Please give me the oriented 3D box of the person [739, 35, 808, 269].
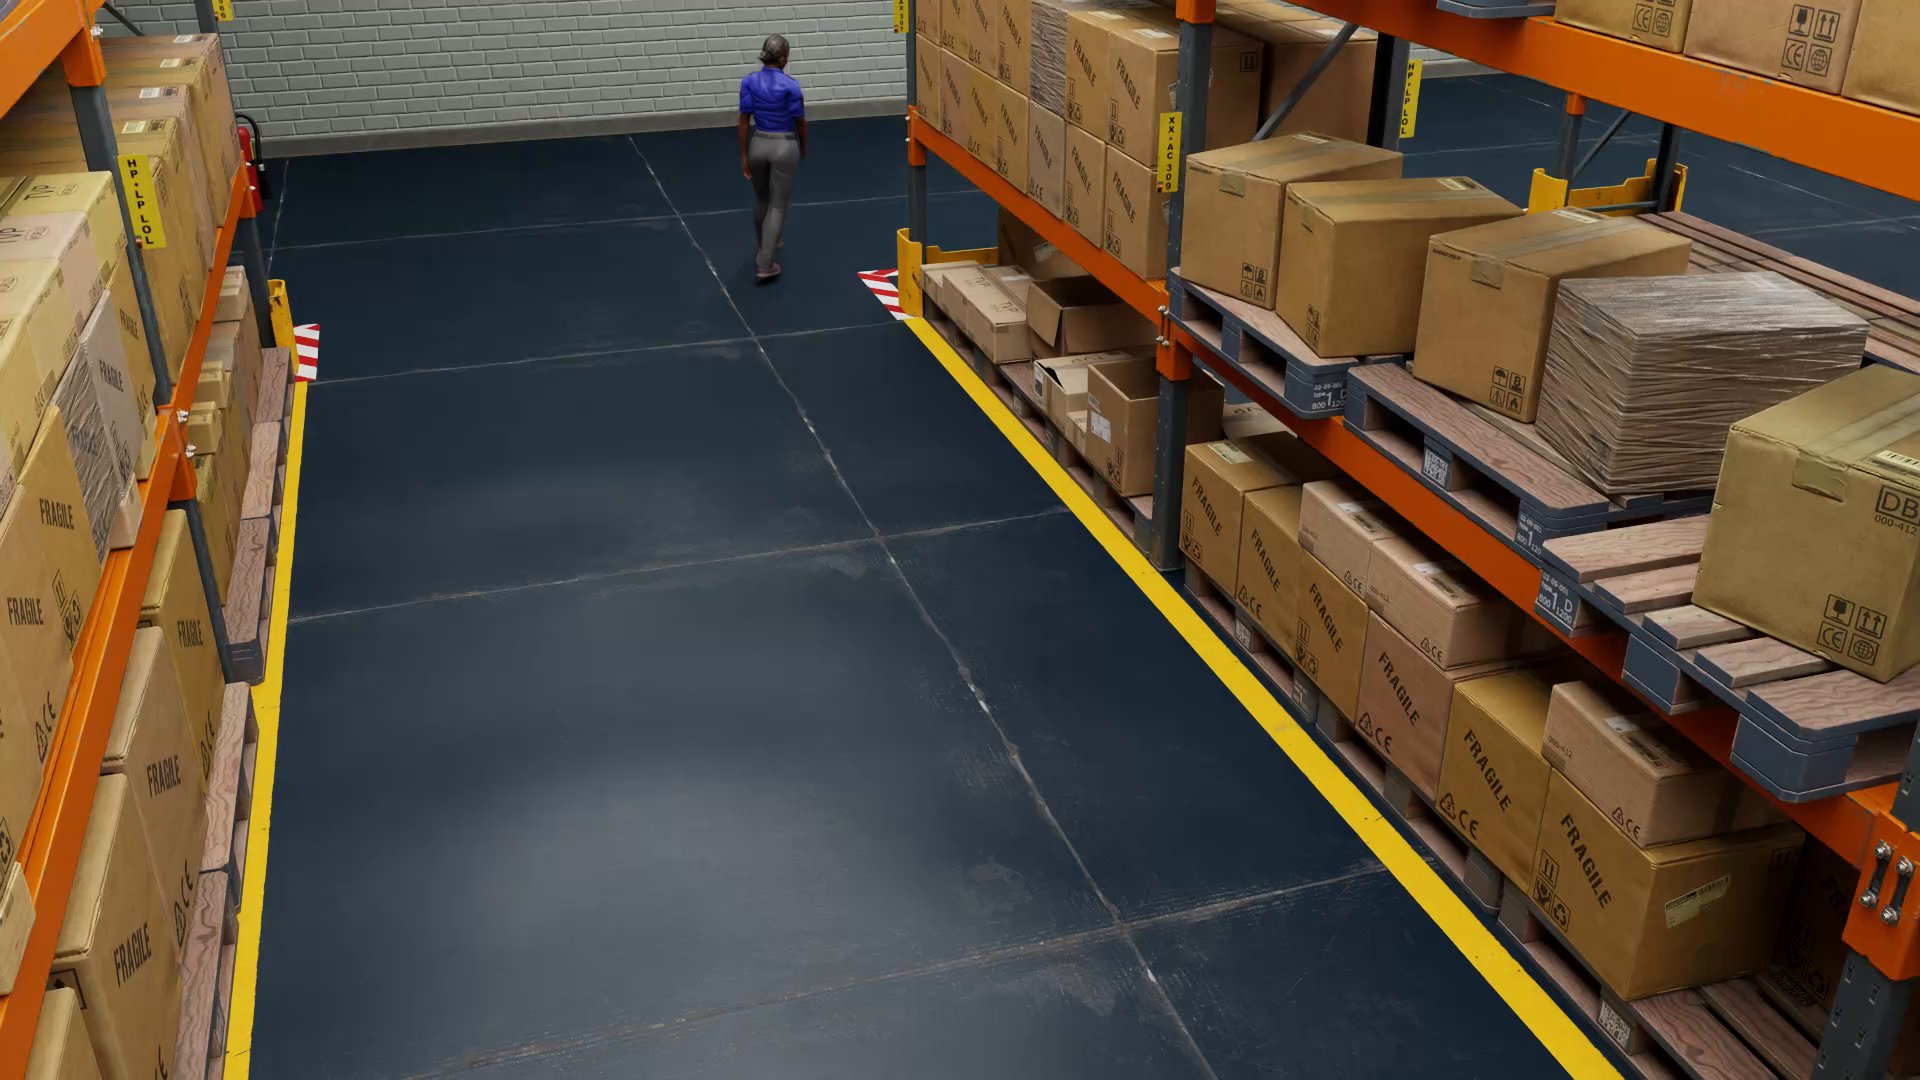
[{"bbox_3d":[-1.294,-2.684,11.426,0.494,1.540,0.720,8,28,16],"label":"person"}]
